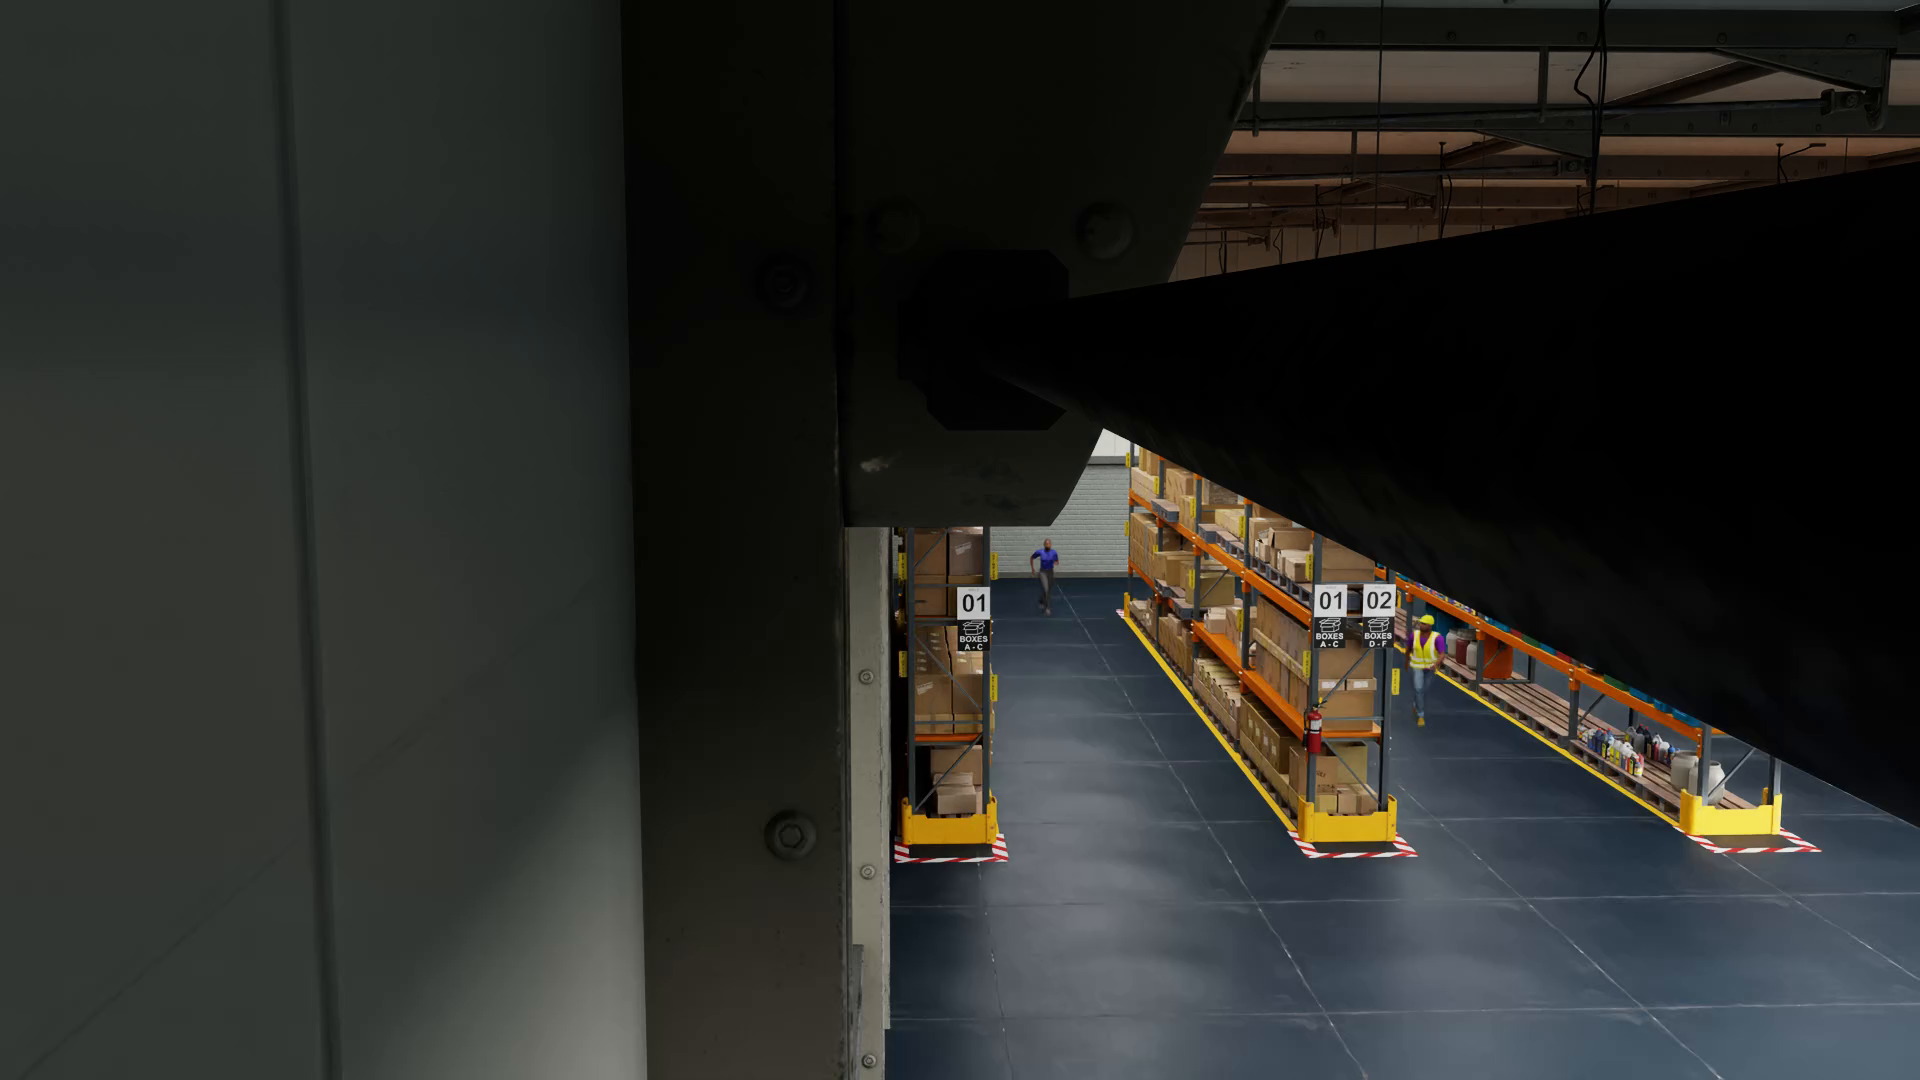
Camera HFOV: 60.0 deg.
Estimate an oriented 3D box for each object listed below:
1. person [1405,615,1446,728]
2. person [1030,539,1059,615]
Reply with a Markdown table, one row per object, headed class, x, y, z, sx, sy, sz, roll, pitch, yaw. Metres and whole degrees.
| class | x | y | z | sx | sy | sz | roll | pitch | yaw |
| --- | --- | --- | --- | --- | --- | --- | --- | --- | --- |
| person | 7.503 | 2.065 | 26.758 | 0.523 | 1.749 | 0.994 | 0 | 7 | 0 |
| person | 1.921 | 0.778 | 36.827 | 0.592 | 1.633 | 0.953 | -3 | 8 | -23 |
